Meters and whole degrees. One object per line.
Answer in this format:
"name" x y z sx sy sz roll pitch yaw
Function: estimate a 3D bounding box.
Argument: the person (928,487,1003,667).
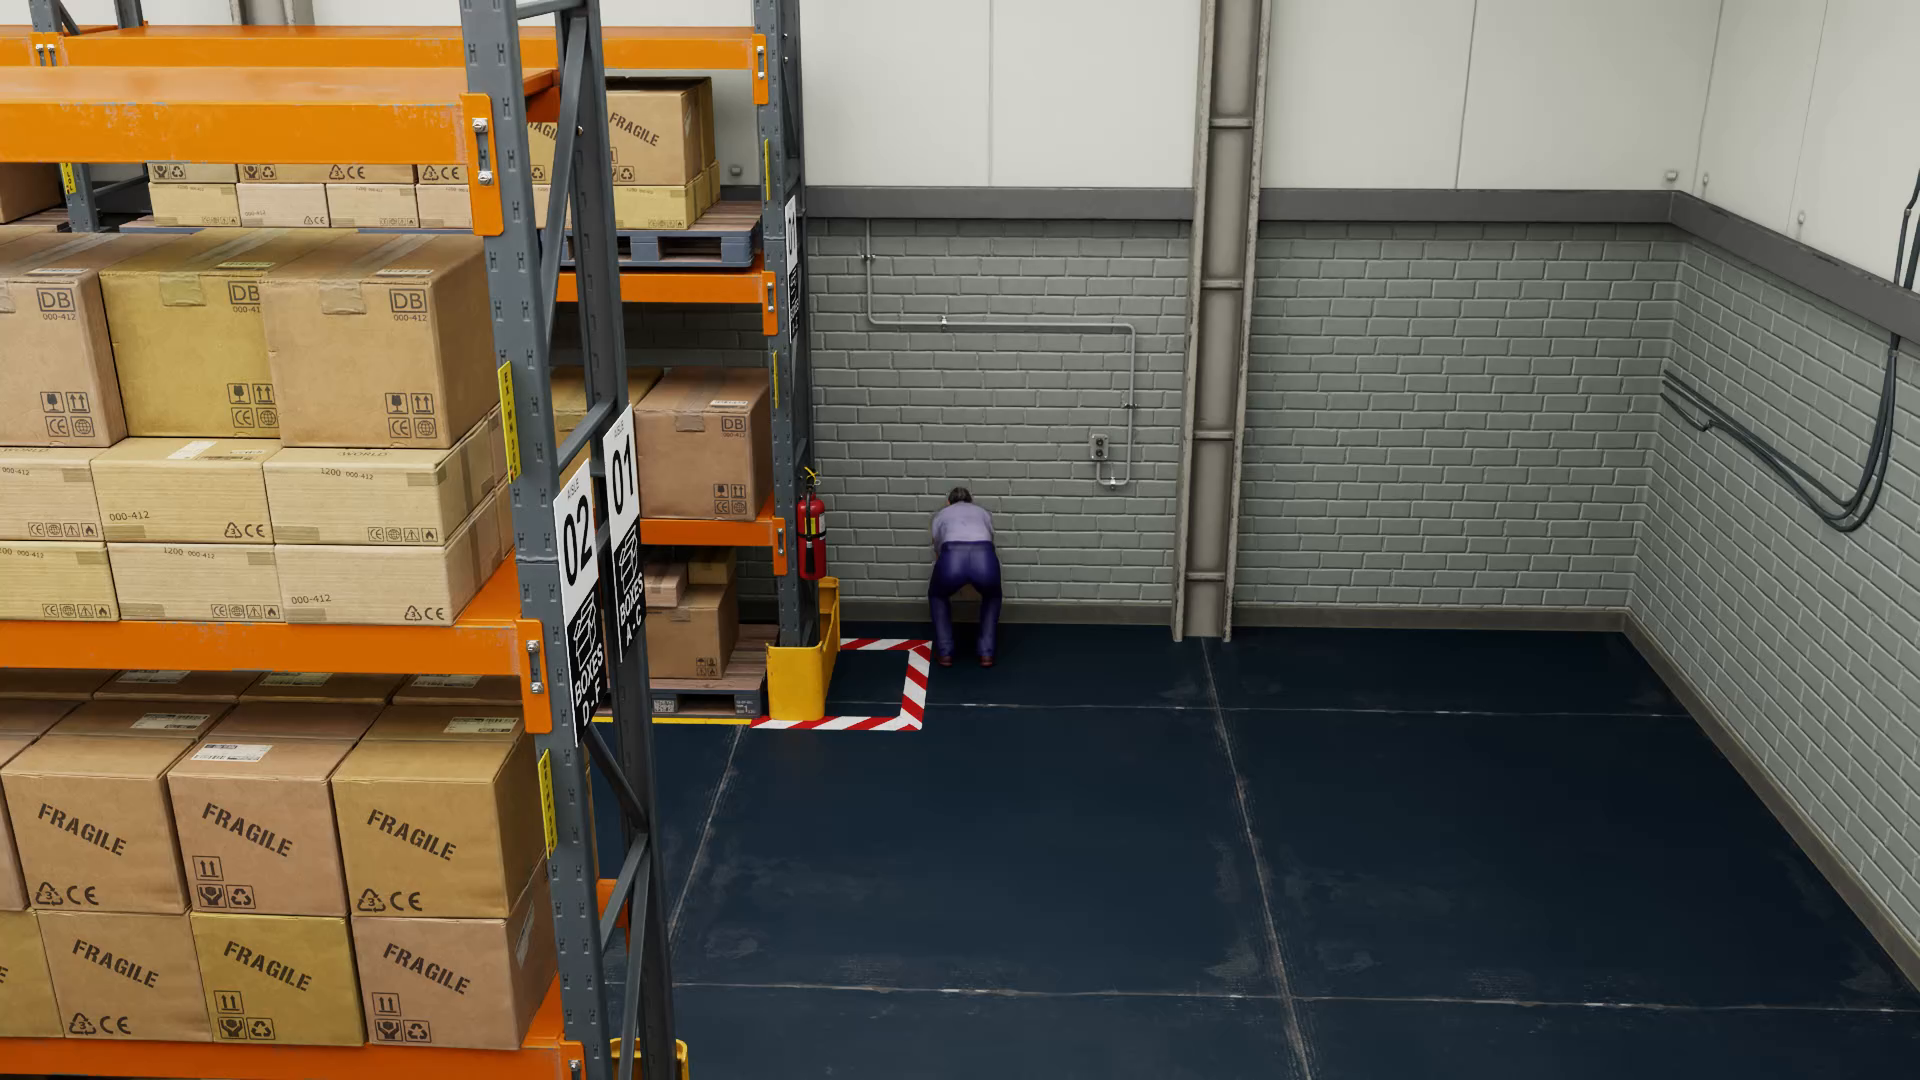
"person" 0.033 0.258 11.250 0.508 1.065 0.888 -1 21 -3
